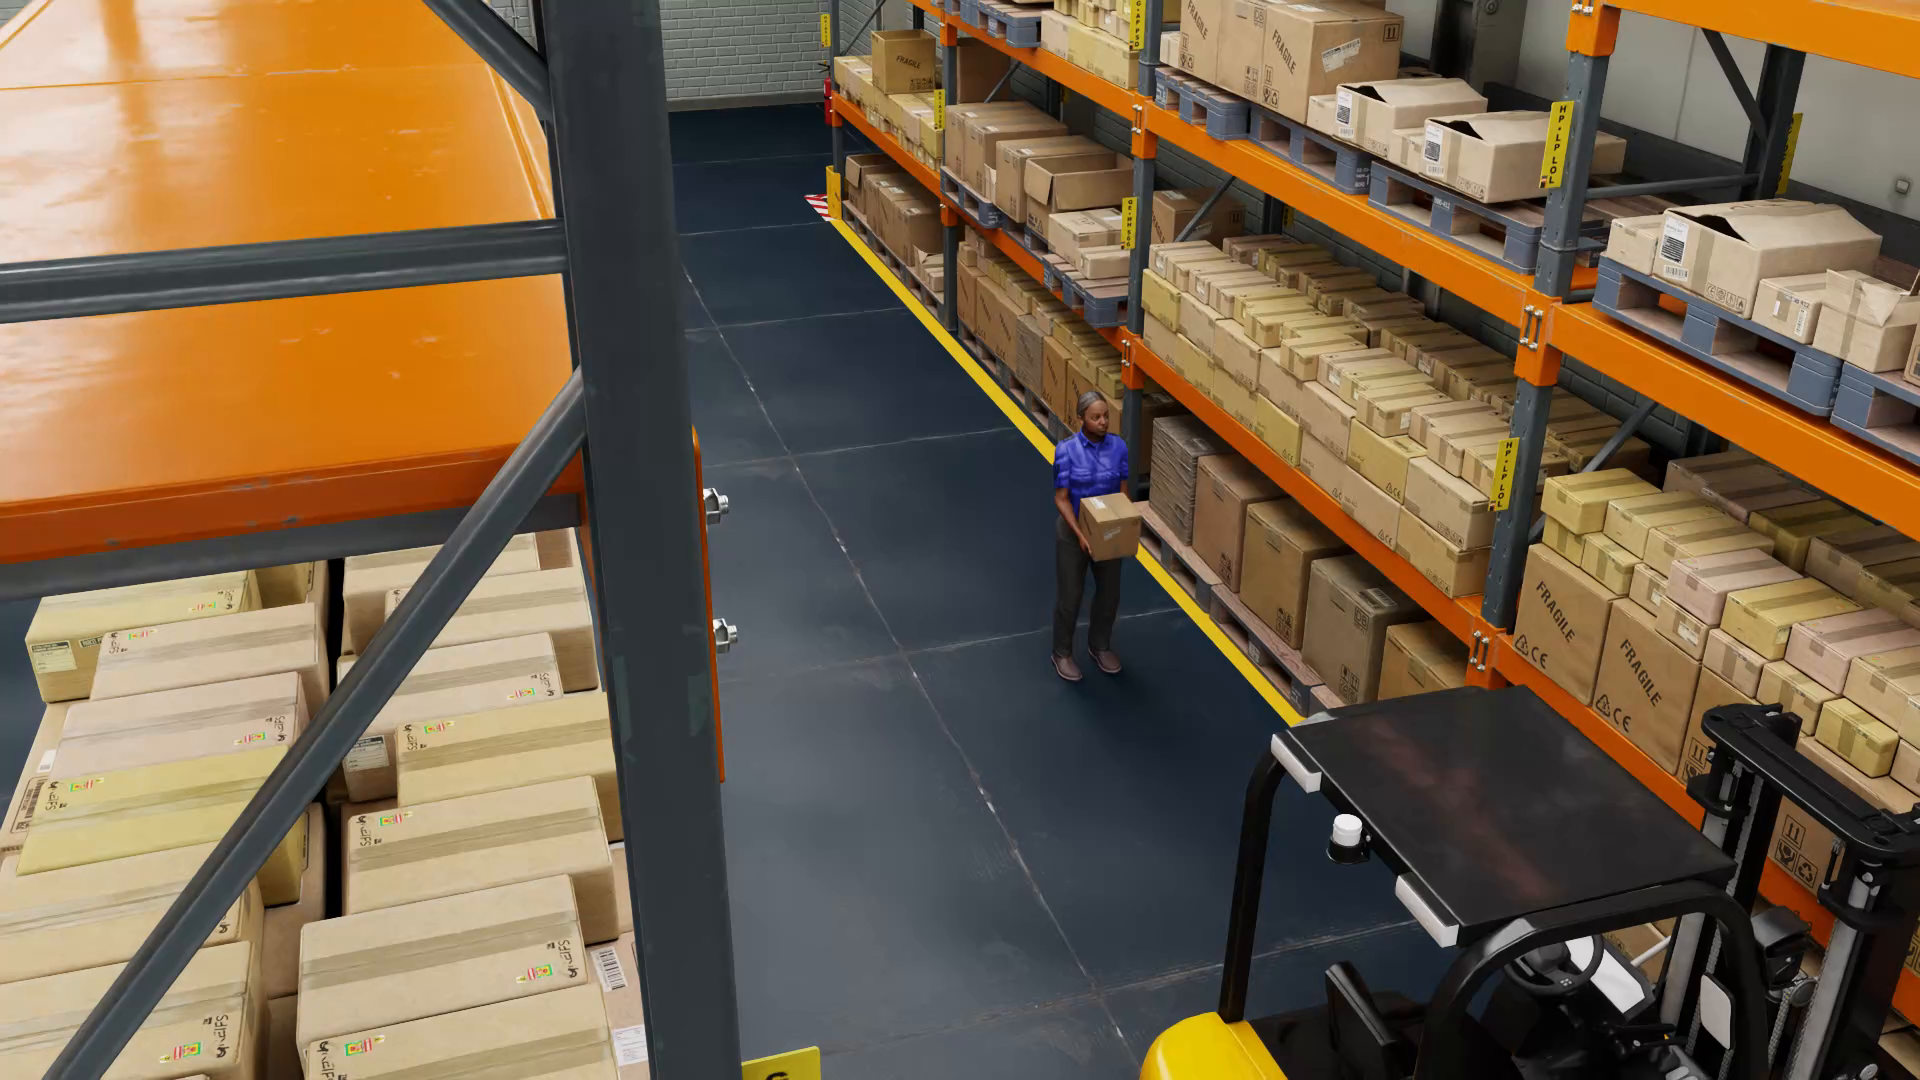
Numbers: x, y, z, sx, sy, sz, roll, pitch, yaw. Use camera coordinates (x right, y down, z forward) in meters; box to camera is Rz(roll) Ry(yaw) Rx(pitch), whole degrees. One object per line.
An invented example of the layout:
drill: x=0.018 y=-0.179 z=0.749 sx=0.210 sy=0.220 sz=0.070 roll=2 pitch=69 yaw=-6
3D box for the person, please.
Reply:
person: x=0.708 y=-0.021 z=9.161 sx=0.534 sy=1.655 sz=0.347 roll=-11 pitch=28 yaw=-20
